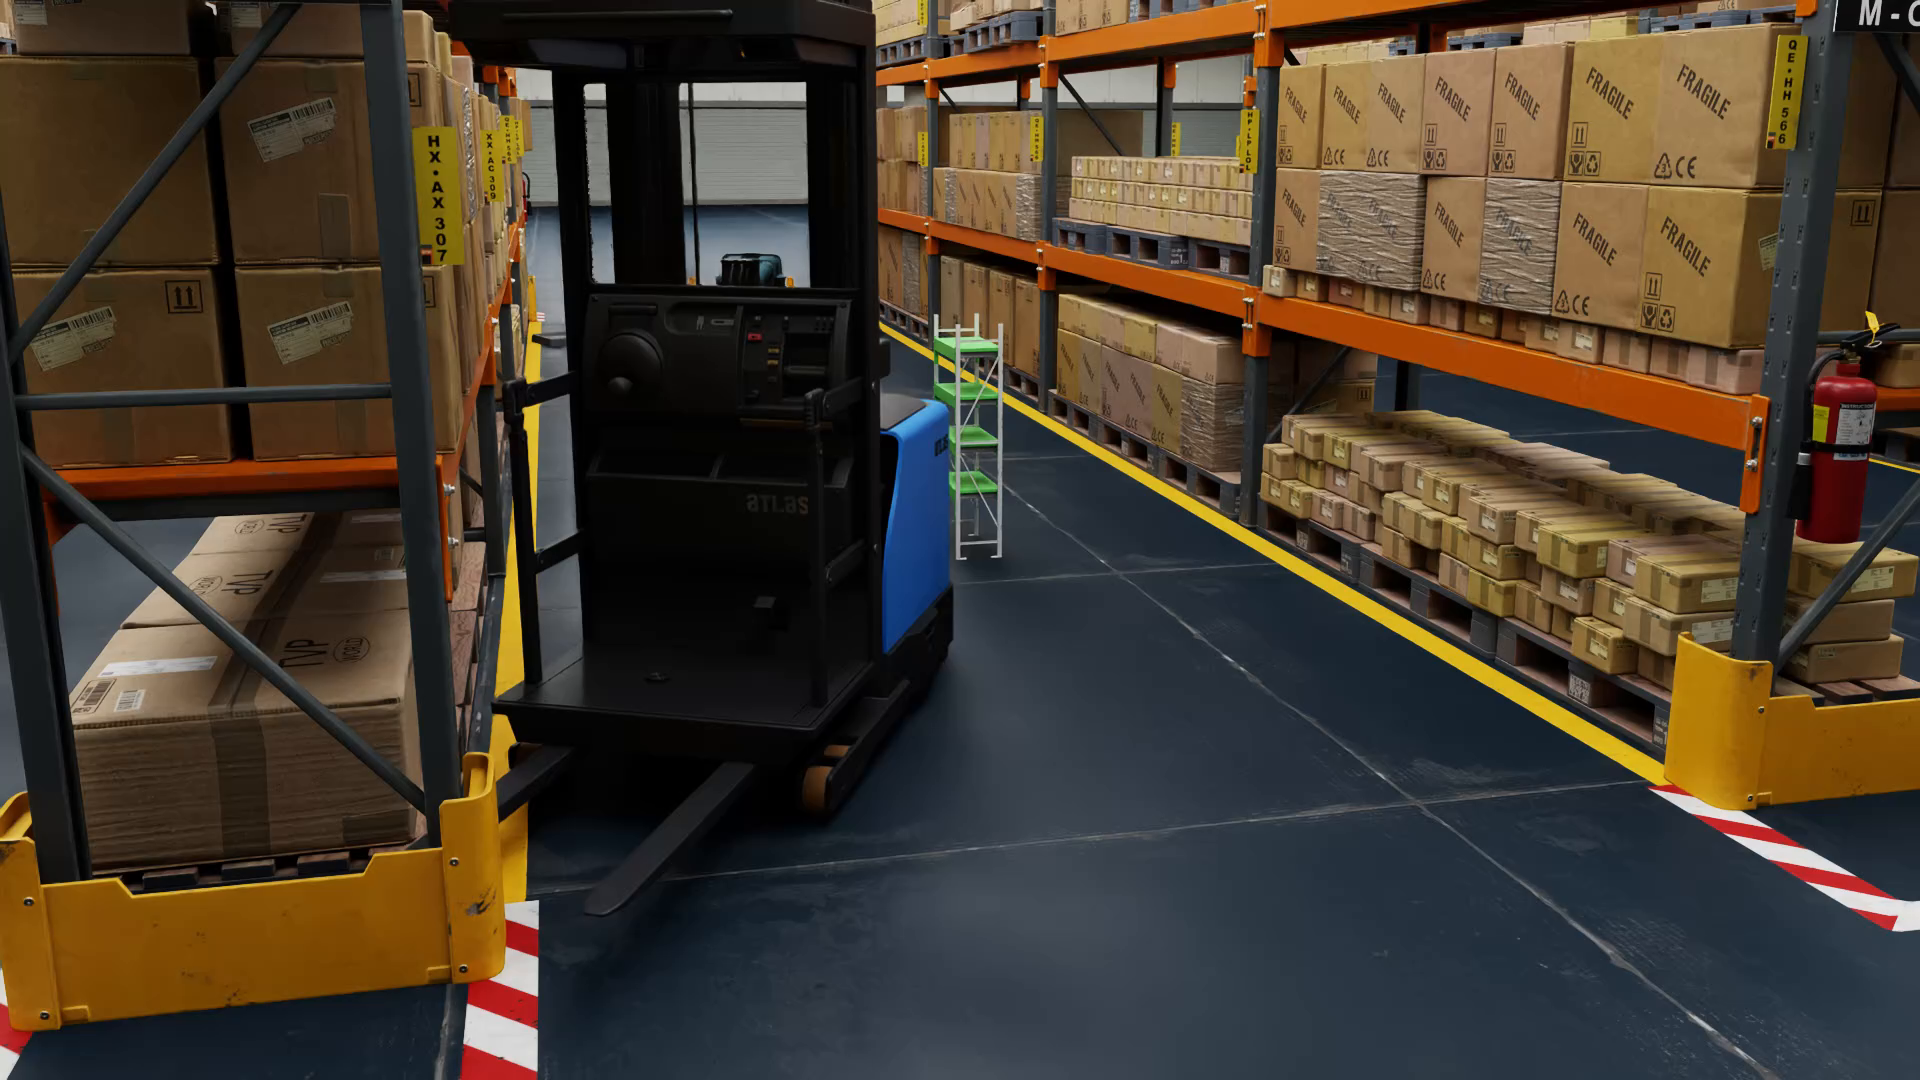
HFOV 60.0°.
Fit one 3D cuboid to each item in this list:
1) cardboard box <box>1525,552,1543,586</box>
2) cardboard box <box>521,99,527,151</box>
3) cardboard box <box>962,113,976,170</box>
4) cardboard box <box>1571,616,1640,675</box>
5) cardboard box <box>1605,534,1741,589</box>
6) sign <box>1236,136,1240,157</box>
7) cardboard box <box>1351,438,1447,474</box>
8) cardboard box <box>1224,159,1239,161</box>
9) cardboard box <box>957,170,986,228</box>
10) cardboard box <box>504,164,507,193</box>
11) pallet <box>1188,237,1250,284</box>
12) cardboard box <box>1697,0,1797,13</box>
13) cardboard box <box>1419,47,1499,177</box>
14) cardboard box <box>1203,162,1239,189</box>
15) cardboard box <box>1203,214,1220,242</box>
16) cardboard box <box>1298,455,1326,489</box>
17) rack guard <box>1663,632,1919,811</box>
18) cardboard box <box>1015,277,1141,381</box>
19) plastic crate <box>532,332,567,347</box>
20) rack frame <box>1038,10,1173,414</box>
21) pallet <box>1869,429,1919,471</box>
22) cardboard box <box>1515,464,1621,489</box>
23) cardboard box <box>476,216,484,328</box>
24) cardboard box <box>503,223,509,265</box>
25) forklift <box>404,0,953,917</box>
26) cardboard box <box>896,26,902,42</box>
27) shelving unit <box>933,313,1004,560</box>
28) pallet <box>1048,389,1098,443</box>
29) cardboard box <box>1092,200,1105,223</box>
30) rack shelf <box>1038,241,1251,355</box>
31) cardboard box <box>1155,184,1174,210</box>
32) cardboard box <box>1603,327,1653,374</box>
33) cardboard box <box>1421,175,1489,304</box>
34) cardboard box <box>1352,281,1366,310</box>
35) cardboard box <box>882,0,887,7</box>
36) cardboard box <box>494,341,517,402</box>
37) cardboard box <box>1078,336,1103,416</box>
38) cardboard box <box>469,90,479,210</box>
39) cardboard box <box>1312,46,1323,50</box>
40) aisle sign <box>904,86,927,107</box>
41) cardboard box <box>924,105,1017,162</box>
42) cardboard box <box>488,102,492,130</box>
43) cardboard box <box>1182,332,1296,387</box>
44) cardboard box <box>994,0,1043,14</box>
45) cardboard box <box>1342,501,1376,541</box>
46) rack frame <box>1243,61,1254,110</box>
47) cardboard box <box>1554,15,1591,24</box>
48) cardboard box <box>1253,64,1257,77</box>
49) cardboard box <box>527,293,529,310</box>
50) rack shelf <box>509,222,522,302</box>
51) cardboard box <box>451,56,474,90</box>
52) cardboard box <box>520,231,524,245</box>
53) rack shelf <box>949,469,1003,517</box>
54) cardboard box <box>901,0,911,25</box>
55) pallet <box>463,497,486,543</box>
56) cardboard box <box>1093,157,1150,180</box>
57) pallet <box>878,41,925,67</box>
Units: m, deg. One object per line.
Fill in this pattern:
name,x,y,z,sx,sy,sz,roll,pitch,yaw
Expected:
cardboard box,2.507,0.107,6.664,0.380,0.149,0.250,-3,14,-14
cardboard box,-4.694,-4.134,16.584,0.700,0.500,0.500,-4,14,-14
cardboard box,0.422,-3.706,15.458,0.700,0.500,0.500,-4,14,-14
cardboard box,2.510,0.381,6.168,0.380,0.149,0.250,-3,14,-11
cardboard box,2.621,0.087,6.121,0.380,0.149,0.250,-3,14,-12
sign,3.555,-4.971,21.128,0.100,0.325,0.005,-3,14,-13
cardboard box,2.133,-0.395,8.091,0.380,0.149,0.250,-4,14,-15
cardboard box,1.978,-2.467,11.094,0.380,0.149,0.250,-3,14,-10
cardboard box,0.273,-3.085,15.022,0.500,0.500,0.500,-3,14,-13
cardboard box,-3.923,-3.054,13.385,0.500,0.500,0.500,-4,14,-15
pallet,2.017,-1.650,9.765,1.003,0.211,1.213,-3,14,-13
cardboard box,6.174,-4.309,12.823,0.797,0.503,0.637,-2,14,-10
cardboard box,2.269,-1.765,6.886,0.500,0.500,0.500,-4,14,-15
cardboard box,1.649,-2.133,9.729,0.380,0.149,0.250,-4,14,-15
cardboard box,1.652,-1.839,9.778,0.380,0.149,0.250,-3,14,-13
cardboard box,1.976,-0.368,8.607,0.380,0.149,0.250,-3,14,-13
rack guard,2.977,0.561,5.579,1.175,0.500,0.348,-3,14,-13
cardboard box,1.061,-1.738,13.577,1.050,0.750,0.750,-3,14,-14
plastic crate,-4.183,-2.095,17.333,0.402,0.080,0.583,-9,16,-33
rack frame,1.116,-2.482,12.765,1.000,3.000,0.127,-3,14,-13
pallet,6.646,-0.631,11.066,1.003,0.211,1.213,-3,14,-13
cardboard box,2.722,-0.239,7.454,0.380,0.149,0.250,-3,14,-13
cardboard box,-2.249,-1.097,6.887,0.500,0.500,0.500,-4,14,-15
cardboard box,-3.165,-1.890,10.660,0.500,0.250,0.500,-3,14,-12
forklift,-0.865,-0.638,5.363,1.130,2.935,3.031,3,14,13
cardboard box,-0.458,-5.293,17.384,0.380,0.149,0.250,-3,14,-12
shelving unit,0.039,-0.545,8.628,0.258,1.200,0.503,-3,14,-13
pallet,1.298,-0.947,12.357,1.003,0.211,1.213,-3,14,-13
cardboard box,1.152,-2.325,11.768,0.380,0.149,0.250,-3,14,-10
rack shelf,1.586,-1.671,10.961,1.077,0.370,4.000,-3,14,-13
cardboard box,1.457,-2.170,10.507,0.380,0.149,0.250,-3,14,-13
cardboard box,2.548,-0.690,5.960,0.380,0.149,0.250,-3,14,-14
cardboard box,2.288,-1.270,6.966,0.500,0.500,0.500,-3,14,-10
cardboard box,2.109,-1.176,7.951,0.380,0.149,0.250,-4,14,-16
cardboard box,-0.636,-5.855,18.006,0.380,0.149,0.250,-3,14,-12
cardboard box,-3.795,-1.241,12.338,0.950,0.372,0.625,-4,14,-17
cardboard box,1.156,-1.178,11.811,0.500,0.500,0.500,-3,14,-13
cardboard box,-2.242,-1.583,6.769,0.500,0.500,0.500,-3,14,-14
cardboard box,4.298,-5.725,19.196,0.380,0.149,0.250,-3,14,-14
aisle sign,-0.488,-5.623,20.145,0.394,0.787,0.004,-3,14,-13
cardboard box,0.123,-4.089,16.752,0.875,0.550,0.550,-3,14,-13
cardboard box,-2.946,-2.262,9.548,0.500,0.500,0.500,-4,14,-14
cardboard box,1.635,-1.071,9.791,0.500,0.250,0.500,-4,14,-15
cardboard box,0.579,-4.372,13.276,0.500,0.311,0.500,-3,14,-13
cardboard box,2.108,-0.104,8.156,0.380,0.149,0.250,-4,14,-14
rack frame,4.082,-4.580,21.355,1.000,3.000,0.127,-3,14,-13
cardboard box,5.475,-4.697,14.249,0.500,0.500,0.500,-3,14,-13
cardboard box,3.944,-5.839,20.503,0.500,0.250,0.500,-3,14,-12
cardboard box,-4.985,-2.605,18.177,0.500,0.250,0.500,-3,14,-13
rack shelf,-4.141,-2.294,13.514,1.077,0.370,4.000,-3,14,-13
cardboard box,-2.351,-2.056,7.337,0.380,0.149,0.250,-4,14,-14
cardboard box,-4.841,-3.205,17.689,0.380,0.149,0.250,-3,14,-11
rack shelf,0.039,-0.249,8.700,0.258,0.148,0.480,-3,14,-13
cardboard box,-0.307,-5.402,16.990,0.500,0.250,0.500,-3,14,-13
pallet,-2.987,-0.079,8.805,1.003,0.211,1.213,-3,14,-13
cardboard box,1.155,-2.617,11.708,0.380,0.149,0.250,-3,14,-13
pallet,-0.288,-5.289,18.121,1.003,0.211,1.213,-3,14,-13
